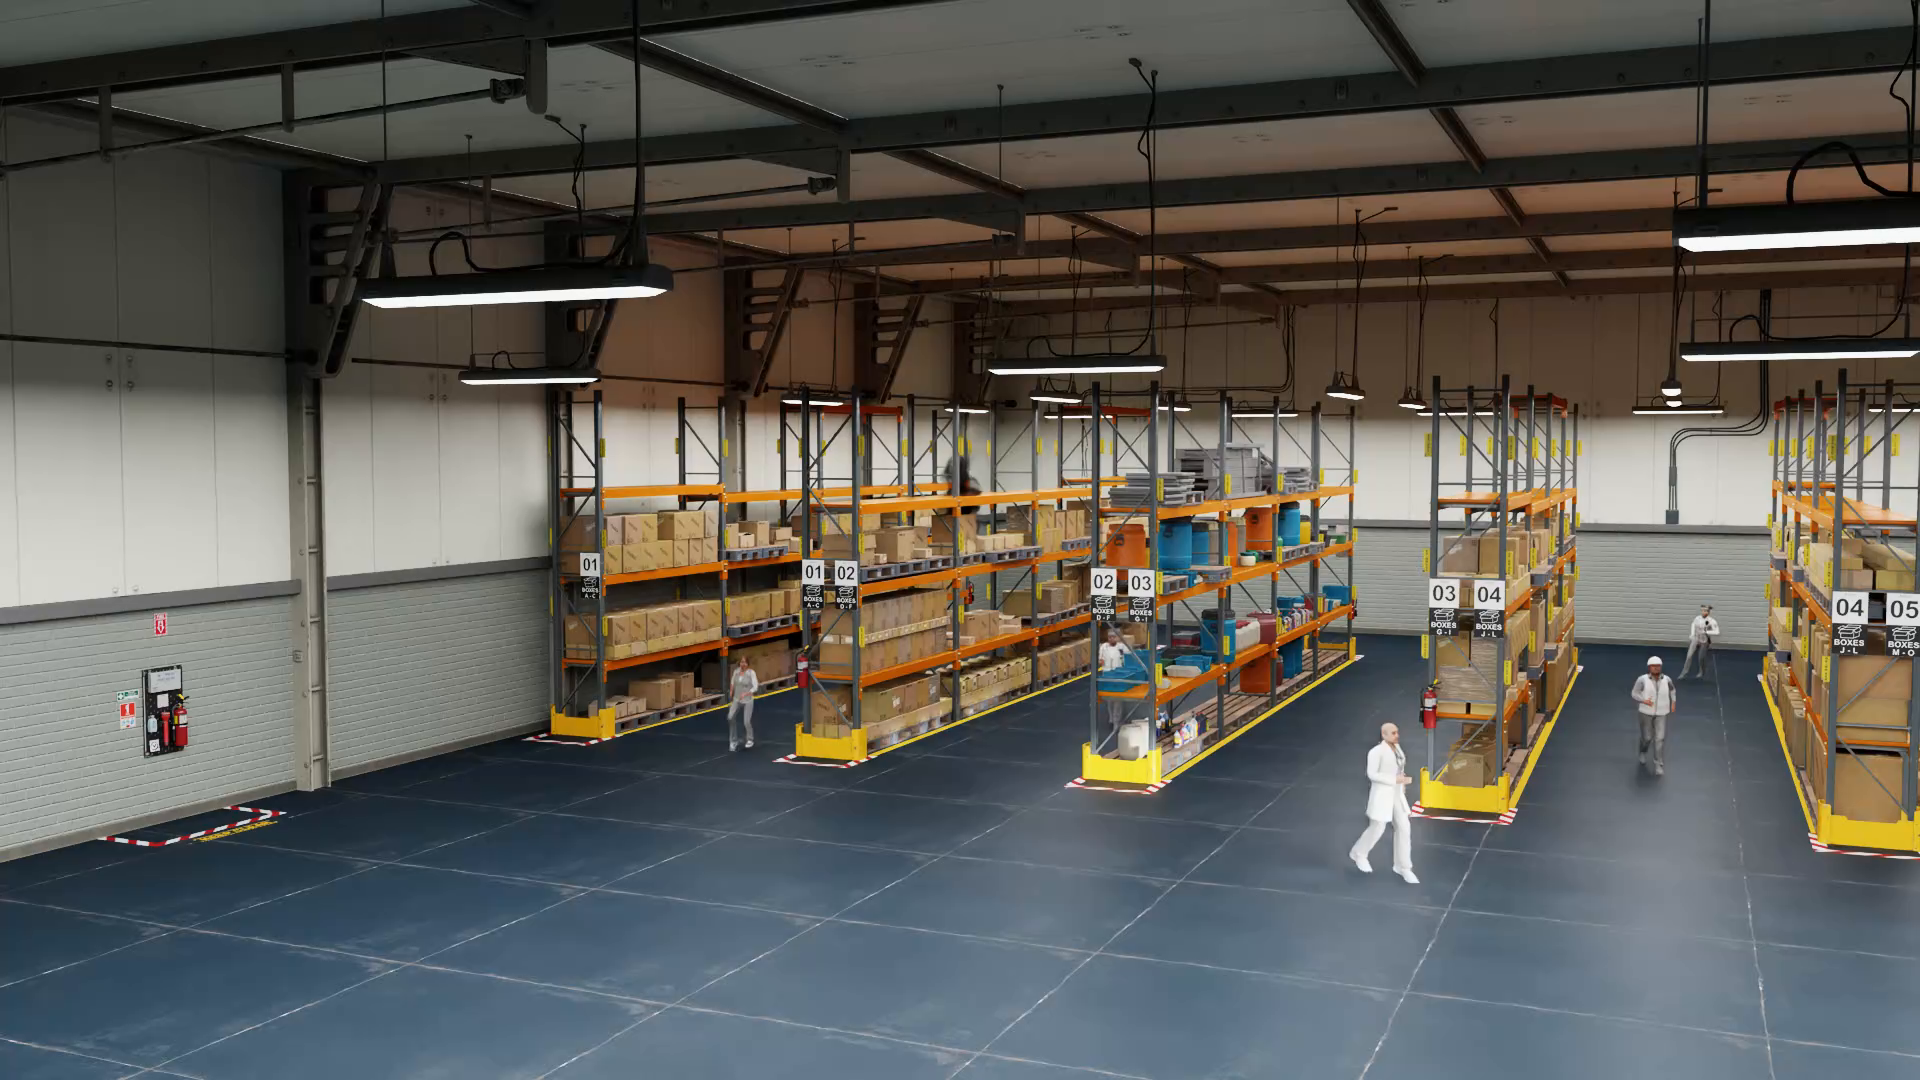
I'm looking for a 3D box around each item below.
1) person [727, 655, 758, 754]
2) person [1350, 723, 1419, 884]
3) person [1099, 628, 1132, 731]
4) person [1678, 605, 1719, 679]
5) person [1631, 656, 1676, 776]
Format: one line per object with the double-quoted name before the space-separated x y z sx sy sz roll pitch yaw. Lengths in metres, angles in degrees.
"person" -3.577 2.696 27.451 0.543 1.609 0.646 1 3 14
"person" 4.957 3.042 19.395 0.730 1.845 0.887 -2 4 -36
"person" 2.738 2.480 29.740 0.603 1.833 0.866 1 3 19
"person" 15.853 2.181 35.504 0.668 1.629 1.000 3 4 45
"person" 10.754 2.691 25.778 0.681 1.793 0.847 1 3 12
